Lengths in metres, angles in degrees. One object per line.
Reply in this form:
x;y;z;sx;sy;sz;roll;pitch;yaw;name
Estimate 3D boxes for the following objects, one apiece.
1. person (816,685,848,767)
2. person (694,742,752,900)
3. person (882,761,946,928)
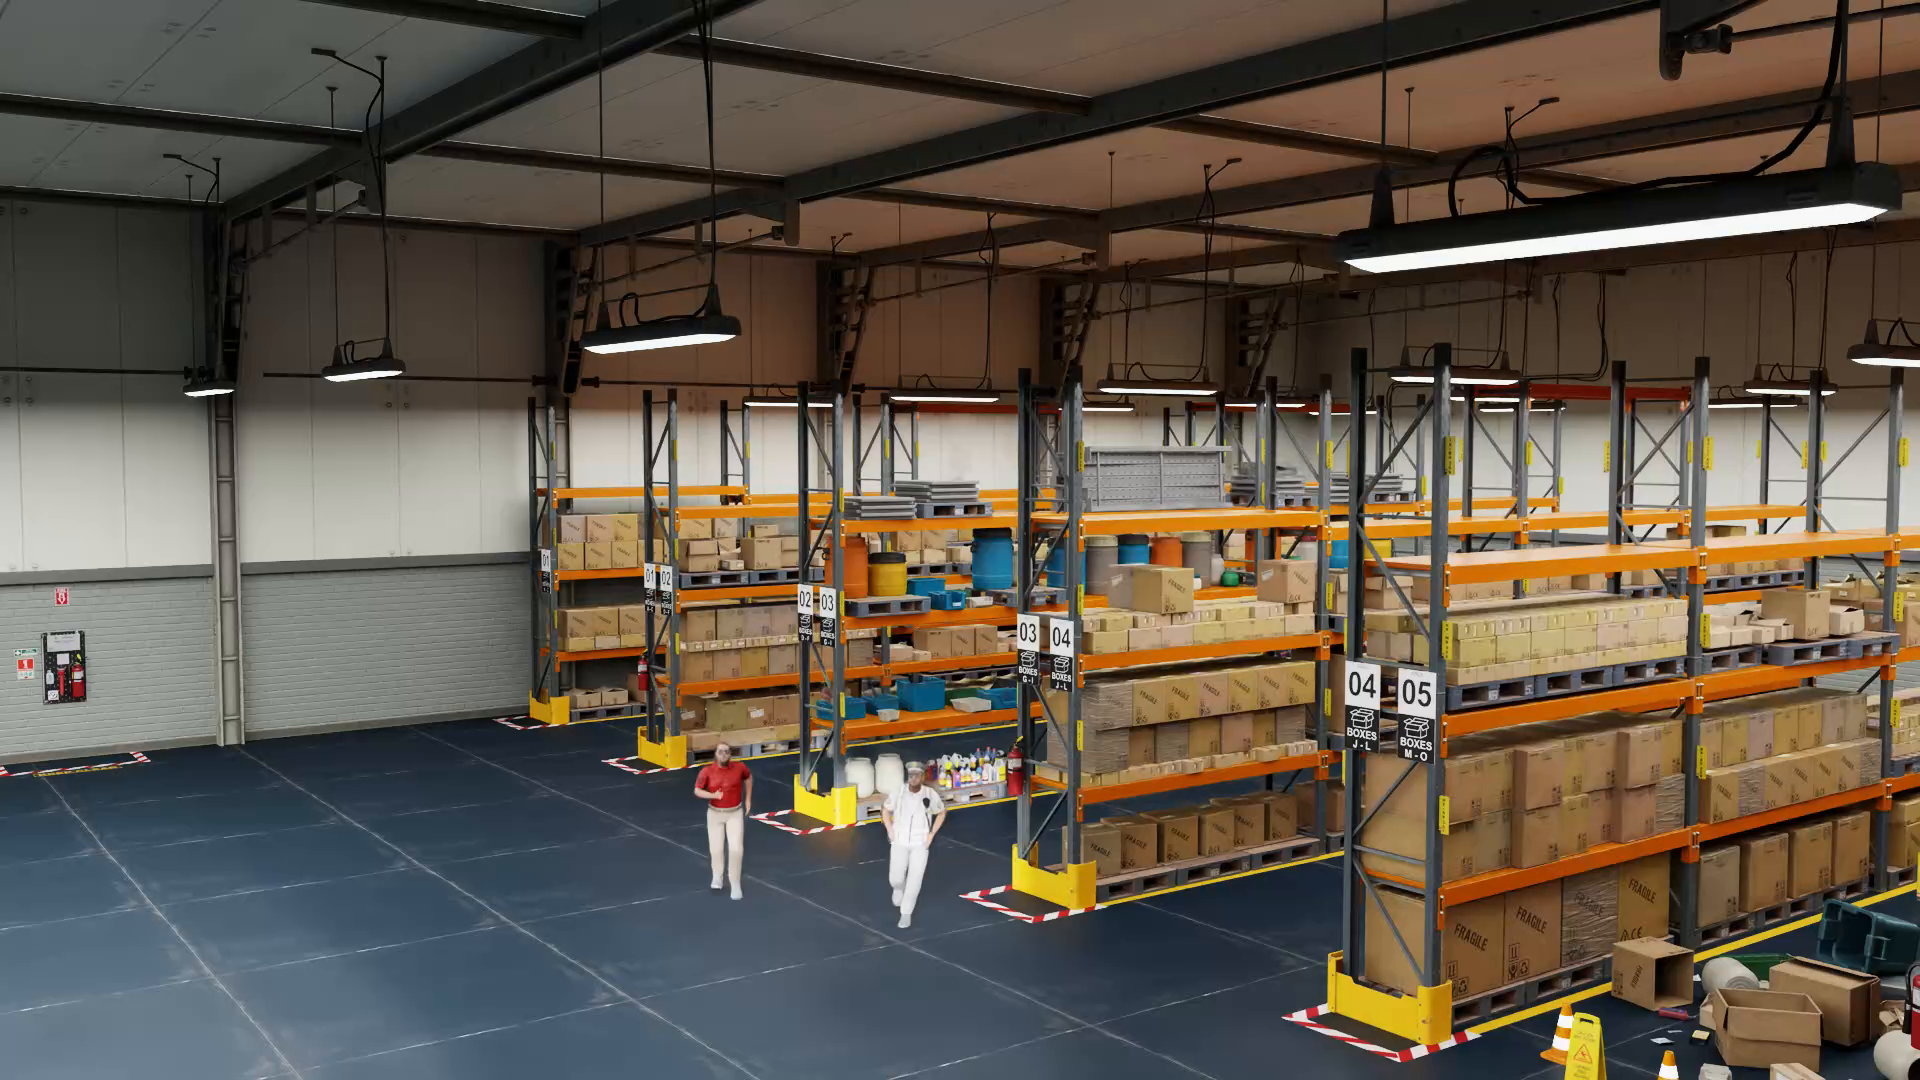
-1.890;2.926;24.985;0.516;1.523;0.701;3;5;42;person
-2.688;3.195;18.934;0.663;1.812;0.793;-1;3;-9;person
-0.498;3.243;17.992;0.688;1.760;0.690;0;3;4;person
